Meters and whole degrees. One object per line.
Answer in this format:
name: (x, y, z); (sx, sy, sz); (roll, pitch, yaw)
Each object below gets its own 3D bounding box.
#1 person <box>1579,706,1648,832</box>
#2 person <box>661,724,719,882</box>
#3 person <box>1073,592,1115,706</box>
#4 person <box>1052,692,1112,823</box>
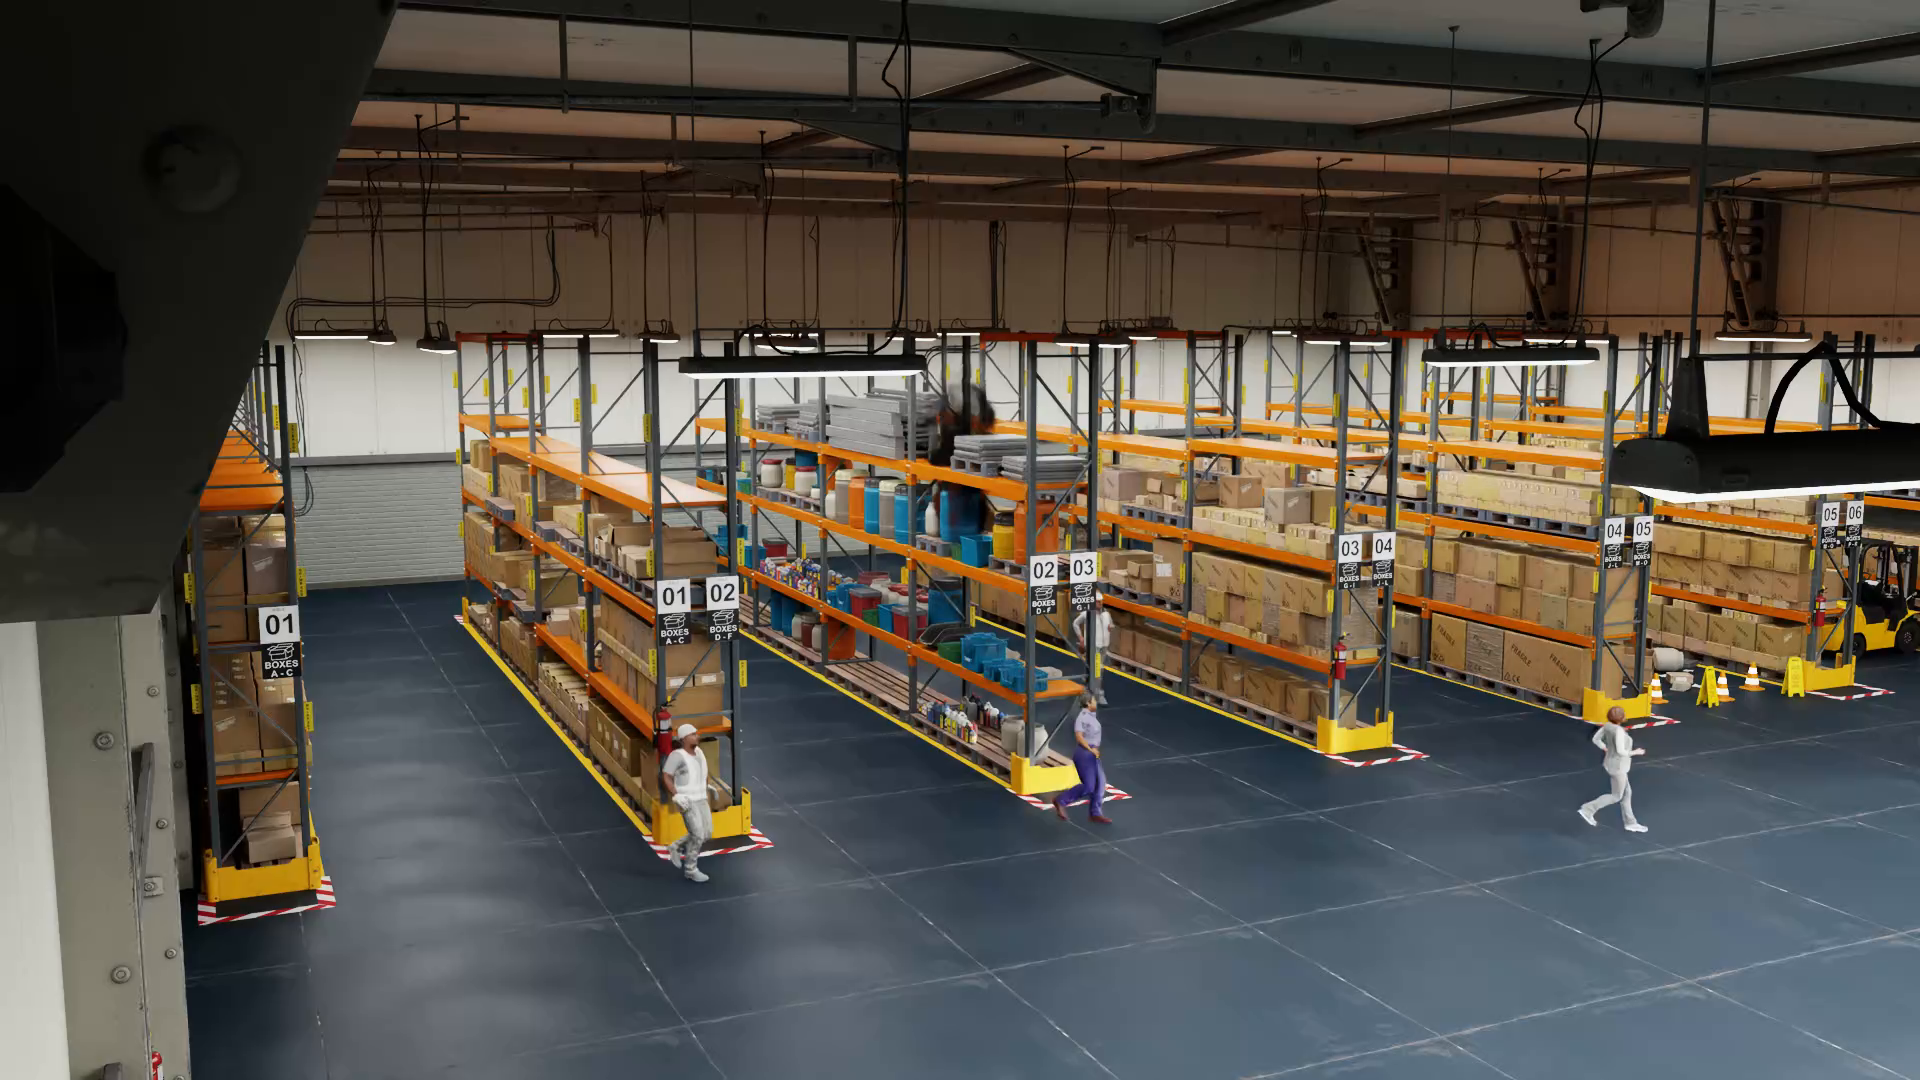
person: (8.007, 2.797, 20.310); (0.867, 1.574, 0.541); (0, 8, 3)
person: (-3.054, 2.954, 18.853); (0.586, 1.740, 0.732); (3, 8, 24)
person: (2.241, 1.759, 27.390); (0.633, 1.822, 0.825); (-5, 9, -34)
person: (1.564, 2.723, 20.963); (0.748, 1.614, 0.683); (1, 8, 9)
